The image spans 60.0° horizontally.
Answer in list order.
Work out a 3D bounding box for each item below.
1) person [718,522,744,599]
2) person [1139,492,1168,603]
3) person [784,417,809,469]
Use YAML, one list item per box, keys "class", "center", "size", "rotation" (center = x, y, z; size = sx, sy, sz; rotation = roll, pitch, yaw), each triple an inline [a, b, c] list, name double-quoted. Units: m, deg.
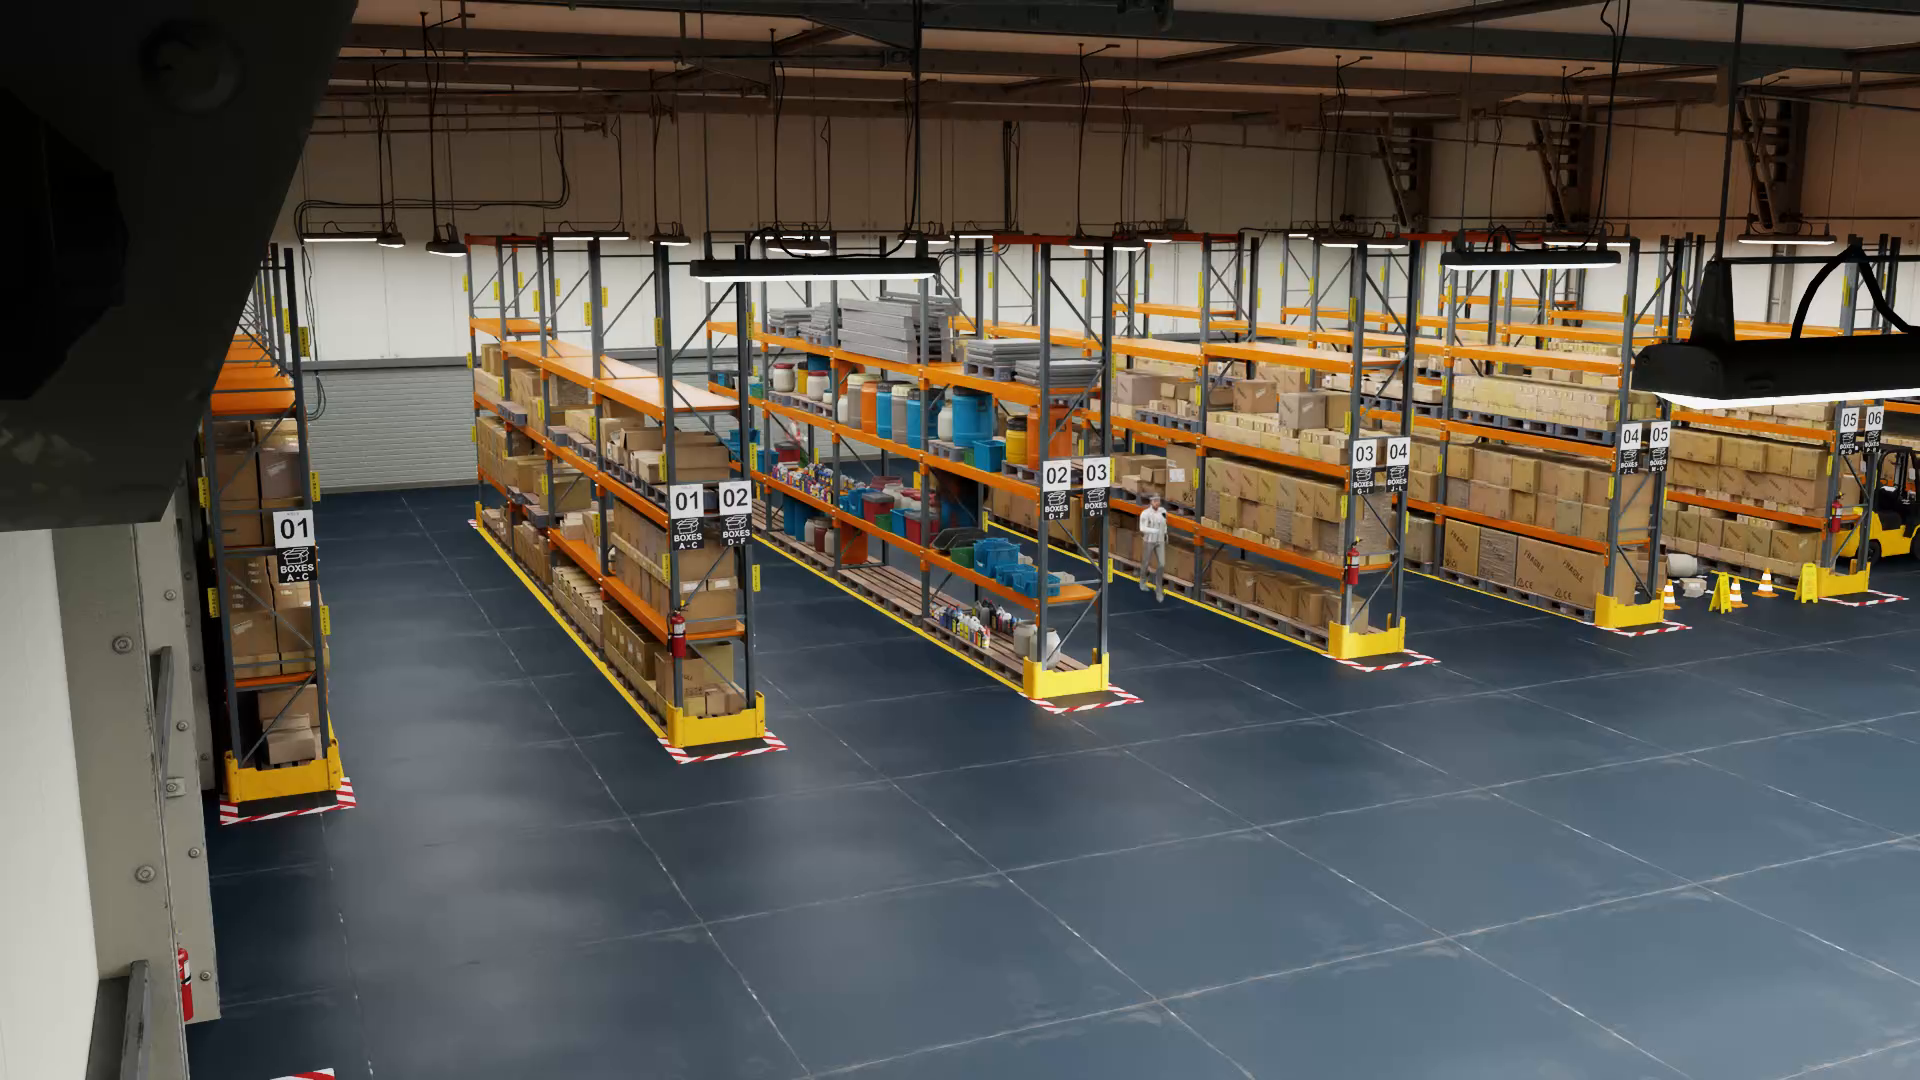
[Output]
- class: "person"
  center: [-3.699, 0.034, 27.149]
  size: [0.661, 1.887, 0.915]
  rotation: [-8, 14, -35]
- class: "person"
  center: [3.140, 0.098, 26.801]
  size: [0.595, 1.787, 0.779]
  rotation: [-3, 11, -17]
- class: "person"
  center: [-3.915, -2.140, 39.519]
  size: [0.737, 1.790, 0.730]
  rotation: [0, 11, -1]
